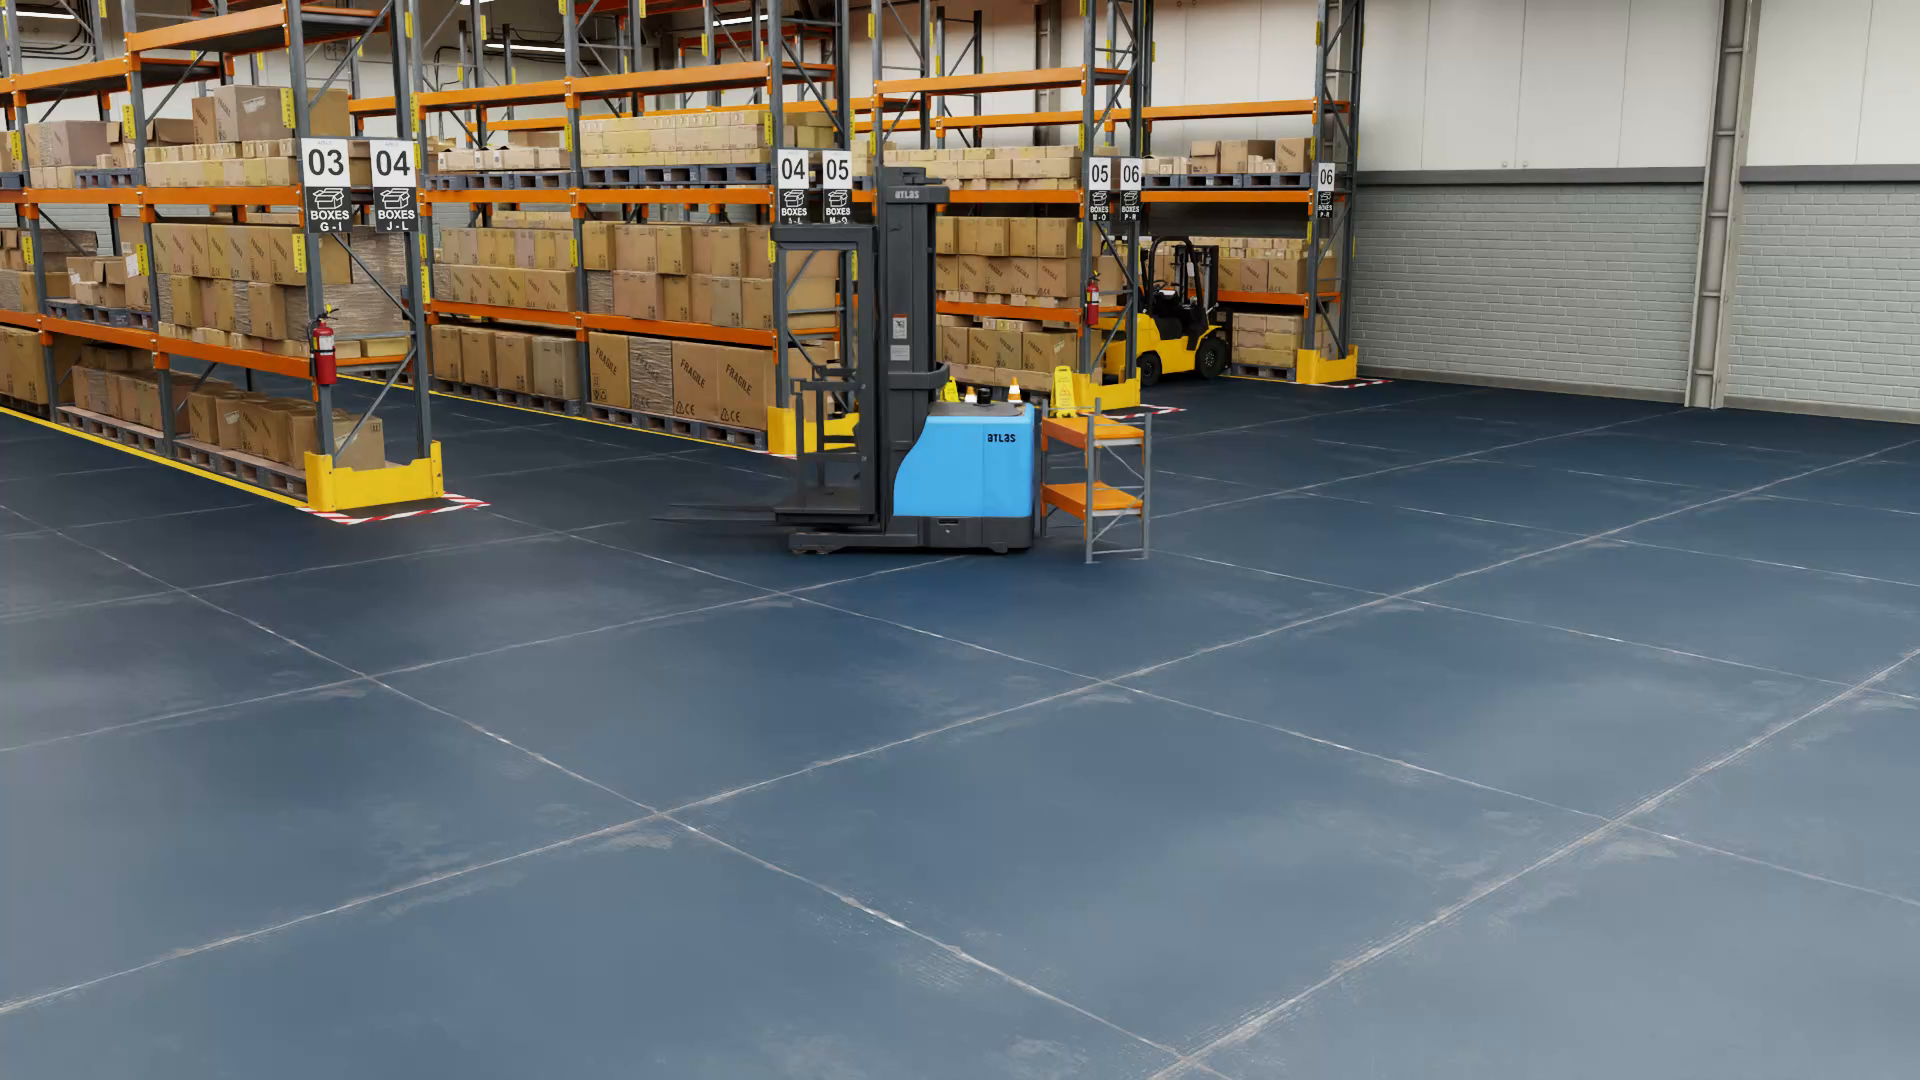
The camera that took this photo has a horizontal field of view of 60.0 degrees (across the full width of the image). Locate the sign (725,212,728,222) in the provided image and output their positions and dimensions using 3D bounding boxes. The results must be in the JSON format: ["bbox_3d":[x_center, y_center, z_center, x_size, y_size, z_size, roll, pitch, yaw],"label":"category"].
[{"bbox_3d":[-5.120,-7.012,36.360,0.100,0.325,0.005,-11,16,-43],"label":"sign"}]

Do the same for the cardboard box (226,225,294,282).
[{"bbox_3d":[-6.492,-2.683,15.539,0.500,0.500,0.500,-11,16,-43],"label":"cardboard box"}]

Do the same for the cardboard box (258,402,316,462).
[{"bbox_3d":[-6.516,-1.059,16.271,0.500,0.500,0.500,-9,15,-37],"label":"cardboard box"}]

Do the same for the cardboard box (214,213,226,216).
[{"bbox_3d":[-12.515,-5.401,28.730,0.500,0.500,0.500,-11,16,-43],"label":"cardboard box"}]

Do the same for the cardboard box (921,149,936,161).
[{"bbox_3d":[-0.316,-5.302,22.924,0.380,0.149,0.250,-11,16,-43],"label":"cardboard box"}]

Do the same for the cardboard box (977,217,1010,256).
[{"bbox_3d":[0.645,-4.052,22.183,0.700,0.500,0.500,-11,16,-43],"label":"cardboard box"}]

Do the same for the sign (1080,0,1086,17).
[{"bbox_3d":[1.511,-6.587,20.377,0.100,0.325,0.005,-11,16,-43],"label":"sign"}]

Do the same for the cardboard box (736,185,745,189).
[{"bbox_3d":[-3.327,-5.652,26.313,0.396,0.266,0.258,-11,16,-43],"label":"cardboard box"}]

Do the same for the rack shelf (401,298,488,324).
[{"bbox_3d":[-8.489,-3.591,25.191,1.077,0.370,4.000,-11,16,-43],"label":"rack shelf"}]

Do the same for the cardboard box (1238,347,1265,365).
[{"bbox_3d":[4.625,-2.838,25.527,0.500,0.250,0.500,-11,16,-43],"label":"cardboard box"}]

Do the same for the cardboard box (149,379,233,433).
[{"bbox_3d":[-8.411,-1.475,18.242,0.500,0.500,0.700,10,15,41],"label":"cardboard box"}]

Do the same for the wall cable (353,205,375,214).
[{"bbox_3d":[-13.033,-6.856,36.661,0.585,1.953,0.123,-11,16,-43],"label":"wall cable"}]

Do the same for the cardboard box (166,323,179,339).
[{"bbox_3d":[-7.909,-2.157,17.068,0.380,0.149,0.250,-11,16,-43],"label":"cardboard box"}]

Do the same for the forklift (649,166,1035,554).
[{"bbox_3d":[-0.925,-1.431,13.091,3.031,2.935,1.130,1,12,4],"label":"forklift"}]

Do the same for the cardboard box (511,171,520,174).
[{"bbox_3d":[-8.125,-6.978,31.348,0.500,0.311,0.500,-11,16,-42],"label":"cardboard box"}]

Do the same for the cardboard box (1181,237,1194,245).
[{"bbox_3d":[3.704,-4.712,26.257,0.380,0.149,0.250,-11,16,-43],"label":"cardboard box"}]

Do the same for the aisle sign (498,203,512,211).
[{"bbox_3d":[-8.948,-6.851,32.786,0.394,0.787,0.004,-11,16,-43],"label":"aisle sign"}]

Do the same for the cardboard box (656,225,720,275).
[{"bbox_3d":[-3.007,-3.373,19.303,0.875,0.550,0.500,-11,16,-43],"label":"cardboard box"}]

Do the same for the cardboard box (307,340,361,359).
[{"bbox_3d":[-5.587,-1.697,14.839,0.380,0.149,0.250,-11,16,-43],"label":"cardboard box"}]

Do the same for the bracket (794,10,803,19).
[{"bbox_3d":[-3.145,-10.572,33.503,0.235,0.232,0.430,-11,16,-43],"label":"bracket"}]

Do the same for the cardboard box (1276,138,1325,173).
[{"bbox_3d":[5.032,-5.684,24.598,0.500,0.500,0.500,-10,15,-41],"label":"cardboard box"}]

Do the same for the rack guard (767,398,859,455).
[{"bbox_3d":[-1.567,-1.256,18.270,1.175,0.500,0.348,-11,16,-43],"label":"rack guard"}]

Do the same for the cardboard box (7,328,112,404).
[{"bbox_3d":[-11.227,-2.244,21.093,0.875,0.875,1.225,11,16,43],"label":"cardboard box"}]

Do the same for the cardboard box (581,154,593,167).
[{"bbox_3d":[-4.340,-4.568,20.050,0.380,0.149,0.250,-11,16,-43],"label":"cardboard box"}]

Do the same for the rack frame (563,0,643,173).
[{"bbox_3d":[-4.346,-6.006,20.263,1.000,3.000,0.127,-11,16,-43],"label":"rack frame"}]

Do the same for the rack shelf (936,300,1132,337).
[{"bbox_3d":[0.546,-3.128,22.943,1.077,0.370,4.000,-11,16,-43],"label":"rack shelf"}]

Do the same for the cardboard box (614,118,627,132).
[{"bbox_3d":[-3.813,-4.847,19.431,0.380,0.149,0.250,-11,16,-43],"label":"cardboard box"}]

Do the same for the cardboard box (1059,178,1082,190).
[{"bbox_3d":[1.478,-4.548,21.240,0.380,0.149,0.250,-11,16,-42],"label":"cardboard box"}]

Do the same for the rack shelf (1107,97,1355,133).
[{"bbox_3d":[4.133,-6.563,25.738,1.077,0.370,4.000,-11,16,-43],"label":"rack shelf"}]

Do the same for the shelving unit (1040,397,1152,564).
[{"bbox_3d":[1.043,-0.487,12.986,0.538,1.125,1.048,-3,12,-16],"label":"shelving unit"}]

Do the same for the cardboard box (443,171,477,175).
[{"bbox_3d":[-7.310,-5.290,23.973,0.500,0.500,0.500,-11,16,-43],"label":"cardboard box"}]

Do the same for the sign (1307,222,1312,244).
[{"bbox_3d":[5.112,-4.490,24.316,0.100,0.325,0.005,-11,16,-43],"label":"sign"}]

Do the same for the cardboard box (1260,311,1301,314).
[{"bbox_3d":[4.971,-3.398,25.768,0.500,0.250,0.500,-11,16,-42],"label":"cardboard box"}]

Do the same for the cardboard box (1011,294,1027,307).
[{"bbox_3d":[0.897,-3.185,22.062,0.380,0.149,0.250,-11,16,-42],"label":"cardboard box"}]

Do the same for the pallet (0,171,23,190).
[{"bbox_3d":[-11.248,-4.438,20.555,1.213,0.211,1.003,-10,15,-40],"label":"pallet"}]

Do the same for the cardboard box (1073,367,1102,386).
[{"bbox_3d":[1.570,-2.204,22.448,0.500,0.250,0.500,-11,16,-43],"label":"cardboard box"}]

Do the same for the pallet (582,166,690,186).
[{"bbox_3d":[-3.788,-4.373,19.988,1.003,0.211,1.213,-11,16,-43],"label":"pallet"}]

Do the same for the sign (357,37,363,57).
[{"bbox_3d":[-9.473,-7.787,26.199,0.100,0.325,0.005,-11,16,-43],"label":"sign"}]

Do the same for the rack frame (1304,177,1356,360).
[{"bbox_3d":[5.514,-3.881,24.814,1.000,3.000,0.127,-11,16,-43],"label":"rack frame"}]

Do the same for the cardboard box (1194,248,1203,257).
[{"bbox_3d":[3.835,-4.520,26.059,0.380,0.149,0.250,-11,16,-44],"label":"cardboard box"}]

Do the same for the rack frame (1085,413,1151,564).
[{"bbox_3d":[1.189,-0.388,12.509,0.500,1.125,0.032,-3,12,-16],"label":"rack frame"}]

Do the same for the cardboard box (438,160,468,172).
[{"bbox_3d":[-6.993,-5.181,23.027,0.250,0.149,0.380,11,16,43],"label":"cardboard box"}]

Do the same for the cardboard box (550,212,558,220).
[{"bbox_3d":[-7.260,-5.923,30.392,0.380,0.149,0.250,-11,16,-43],"label":"cardboard box"}]

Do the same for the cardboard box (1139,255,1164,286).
[{"bbox_3d":[3.241,-4.339,26.789,0.500,0.500,0.500,-11,16,-42],"label":"cardboard box"}]

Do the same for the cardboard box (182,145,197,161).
[{"bbox_3d":[-7.275,-3.739,16.077,0.380,0.149,0.250,-11,16,-44],"label":"cardboard box"}]

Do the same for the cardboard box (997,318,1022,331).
[{"bbox_3d":[0.712,-2.894,22.334,0.380,0.149,0.250,-11,16,-42],"label":"cardboard box"}]

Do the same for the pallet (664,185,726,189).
[{"bbox_3d":[-4.081,-5.819,27.258,1.213,0.211,1.003,-10,15,-40],"label":"pallet"}]

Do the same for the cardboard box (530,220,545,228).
[{"bbox_3d":[-7.589,-5.657,30.710,0.500,0.500,0.500,-11,16,-42],"label":"cardboard box"}]

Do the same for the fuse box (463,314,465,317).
[{"bbox_3d":[-11.413,-5.984,38.214,0.539,1.711,0.414,-11,16,-43],"label":"fuse box"}]

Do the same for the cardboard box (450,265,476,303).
[{"bbox_3d":[-6.640,-3.524,22.832,0.500,0.500,0.500,-11,16,-43],"label":"cardboard box"}]

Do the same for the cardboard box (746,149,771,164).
[{"bbox_3d":[-2.058,-4.086,17.711,0.380,0.149,0.250,-11,16,-43],"label":"cardboard box"}]

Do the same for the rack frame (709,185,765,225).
[{"bbox_3d":[-3.598,-4.356,27.121,1.000,3.000,0.127,-11,16,-43],"label":"rack frame"}]

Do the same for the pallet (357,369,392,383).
[{"bbox_3d":[-8.485,-2.578,25.401,1.003,0.211,1.213,-11,16,-43],"label":"pallet"}]
